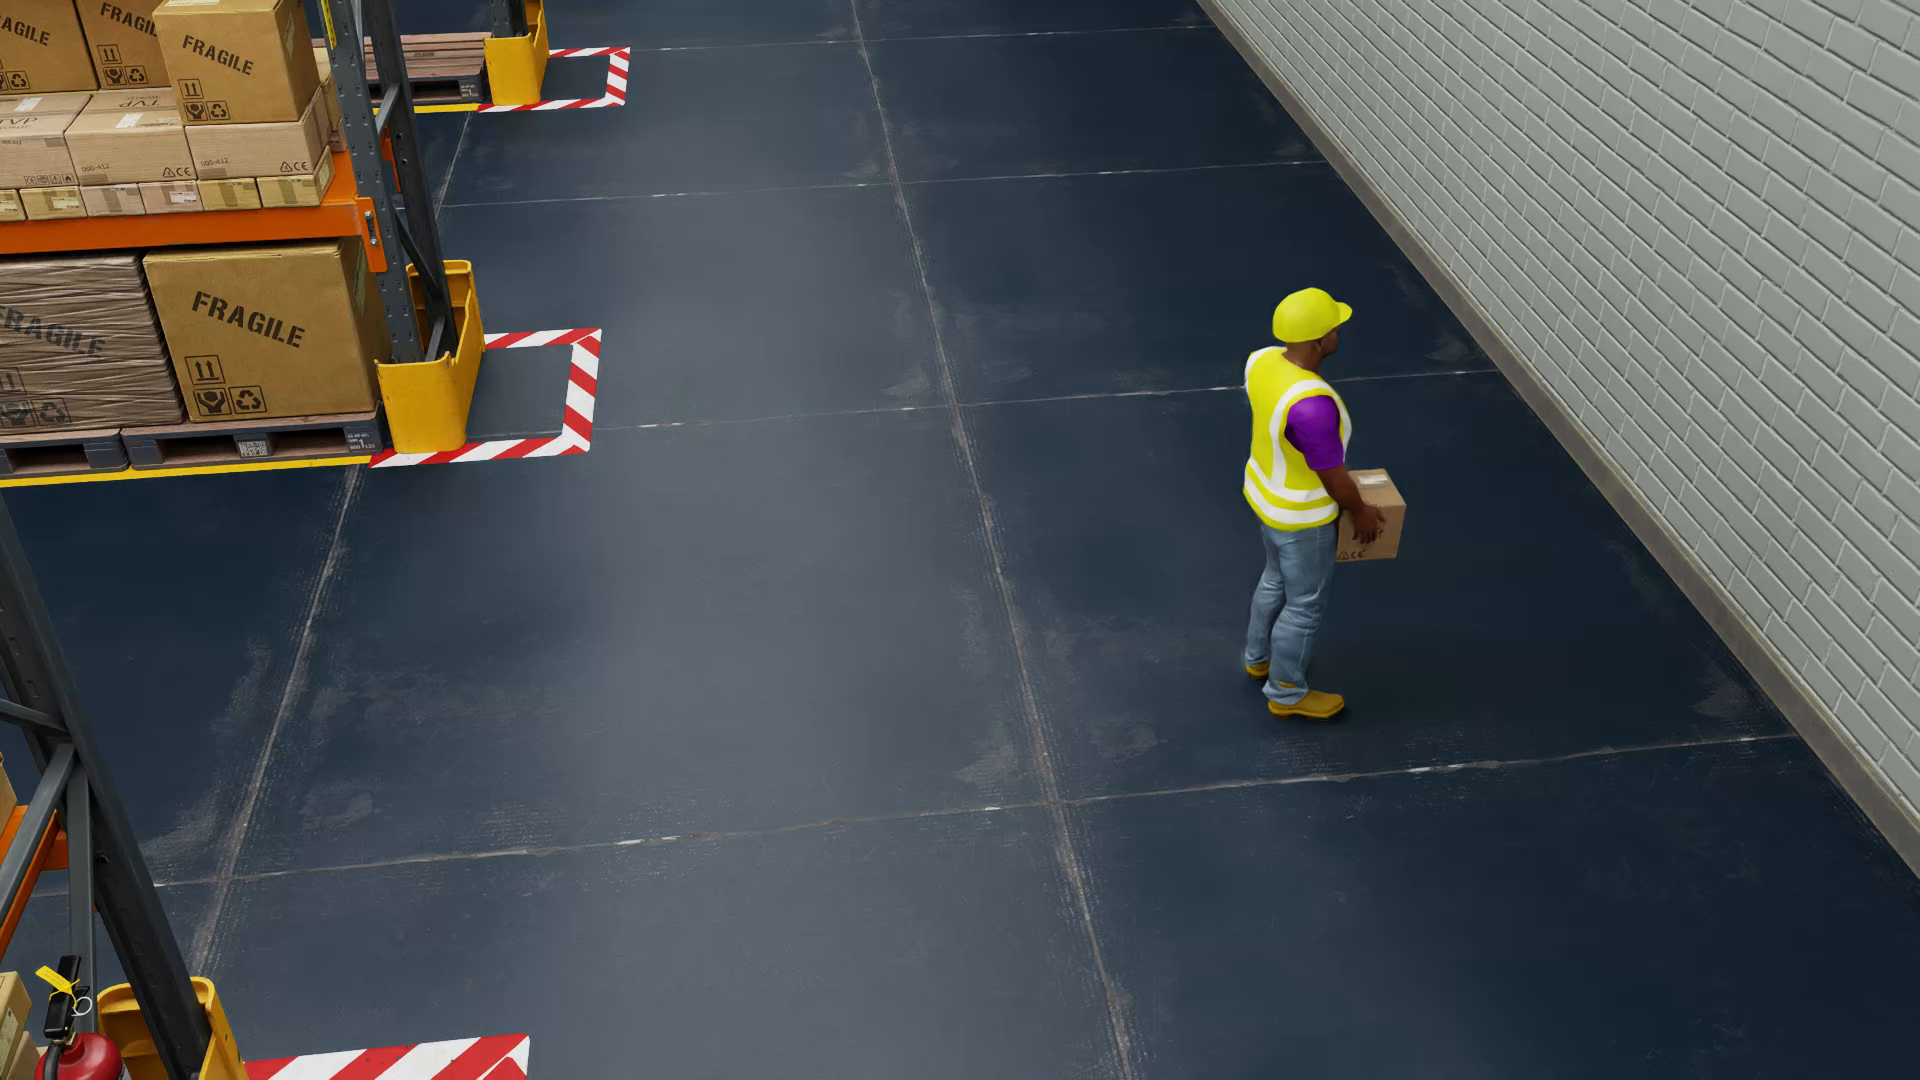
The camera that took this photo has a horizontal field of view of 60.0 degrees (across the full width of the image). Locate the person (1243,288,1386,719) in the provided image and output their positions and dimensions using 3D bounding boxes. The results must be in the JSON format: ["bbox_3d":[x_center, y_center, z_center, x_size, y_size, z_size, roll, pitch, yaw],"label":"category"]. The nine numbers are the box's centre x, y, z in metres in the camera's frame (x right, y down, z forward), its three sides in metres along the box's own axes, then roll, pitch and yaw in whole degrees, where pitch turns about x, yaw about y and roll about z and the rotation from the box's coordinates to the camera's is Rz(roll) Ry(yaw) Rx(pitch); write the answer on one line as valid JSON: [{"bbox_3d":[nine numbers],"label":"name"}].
[{"bbox_3d":[1.318,-0.150,6.337,0.481,1.771,0.581,-7,35,-10],"label":"person"}]
